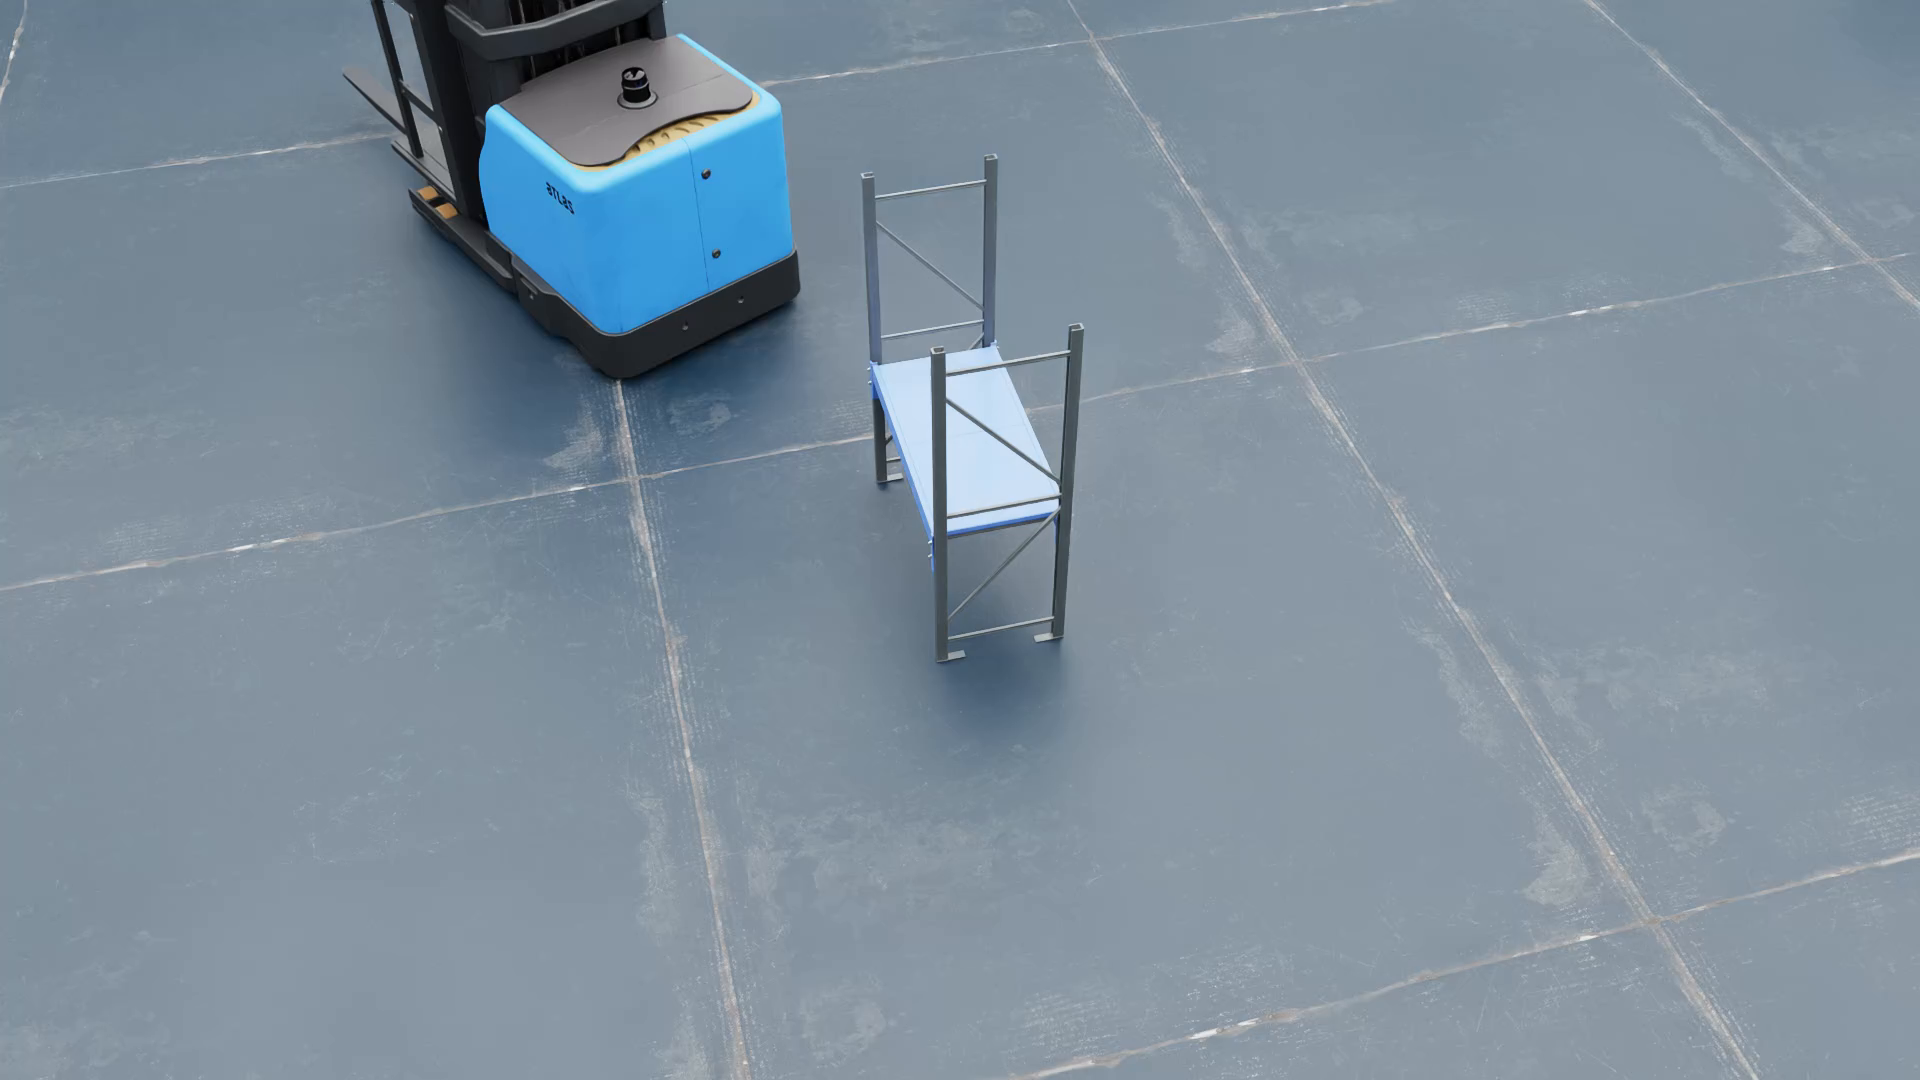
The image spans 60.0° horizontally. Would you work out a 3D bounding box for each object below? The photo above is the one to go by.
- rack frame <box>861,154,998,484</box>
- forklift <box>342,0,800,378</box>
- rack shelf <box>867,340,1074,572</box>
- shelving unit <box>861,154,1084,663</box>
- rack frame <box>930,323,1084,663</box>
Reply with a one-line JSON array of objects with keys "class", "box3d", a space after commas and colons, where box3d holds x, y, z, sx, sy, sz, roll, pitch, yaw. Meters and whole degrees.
[{"class": "rack frame", "box3d": [-0.108, -0.817, 6.501, 0.500, 1.500, 0.032, -11, 47, -10]}, {"class": "forklift", "box3d": [-2.084, -2.726, 7.369, 1.130, 2.935, 3.031, -31, 53, -27]}, {"class": "rack shelf", "box3d": [0.022, -0.340, 6.285, 0.538, 0.185, 1.000, -11, 47, -10]}, {"class": "shelving unit", "box3d": [0.022, -0.466, 6.157, 0.538, 1.500, 1.048, -11, 47, -10]}, {"class": "rack frame", "box3d": [0.152, -0.115, 5.813, 0.500, 1.500, 0.032, -11, 47, -10]}]
